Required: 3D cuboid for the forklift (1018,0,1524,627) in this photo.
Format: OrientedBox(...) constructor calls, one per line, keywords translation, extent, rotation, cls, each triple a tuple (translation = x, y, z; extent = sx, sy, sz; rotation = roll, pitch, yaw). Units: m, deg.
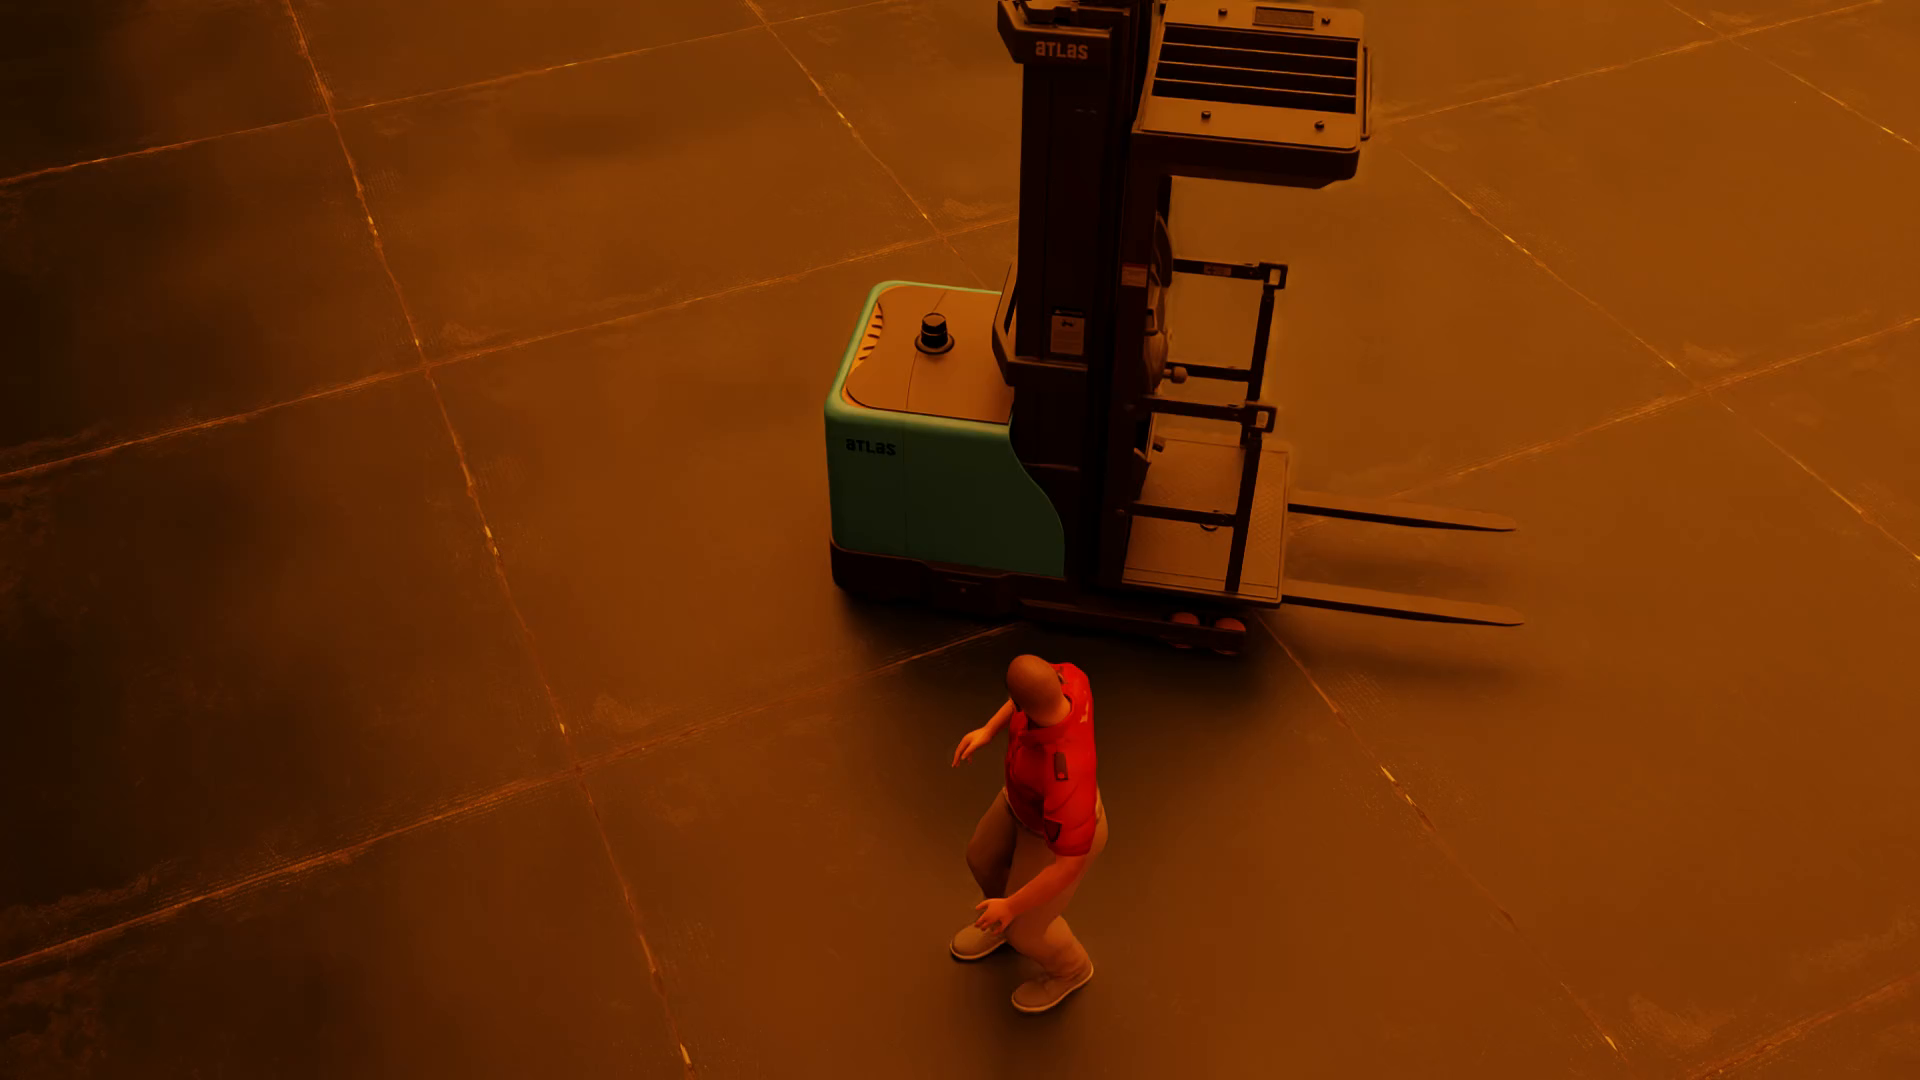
OrientedBox(translation=(1.061, -0.936, 6.730), extent=(2.884, 2.867, 1.101), rotation=(7, 44, 8), cls="forklift")
